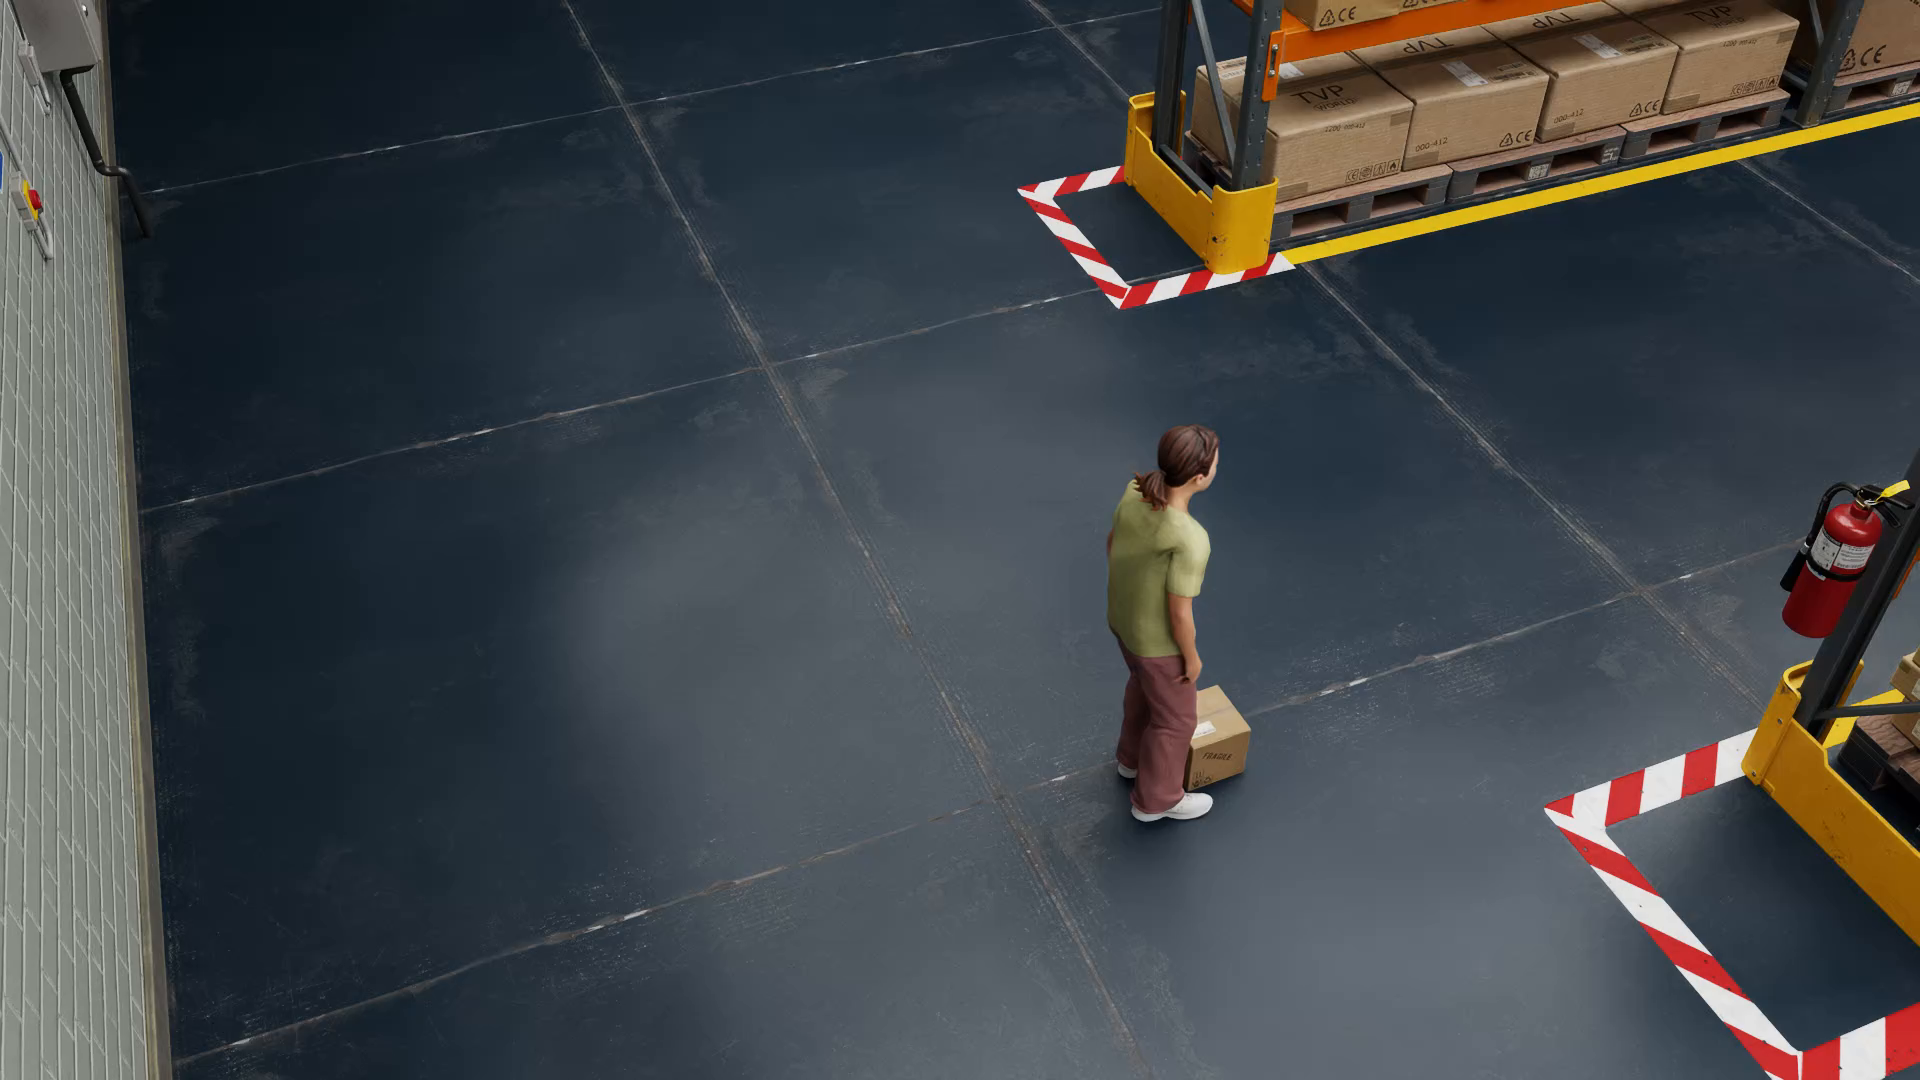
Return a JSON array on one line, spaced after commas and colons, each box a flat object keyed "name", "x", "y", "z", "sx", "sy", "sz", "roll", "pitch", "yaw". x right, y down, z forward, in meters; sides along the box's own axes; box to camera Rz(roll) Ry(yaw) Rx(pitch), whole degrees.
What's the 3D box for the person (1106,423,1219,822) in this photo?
[{"name": "person", "x": 0.727, "y": 0.291, "z": 5.838, "sx": 0.416, "sy": 1.671, "sz": 0.509, "roll": -18, "pitch": 45, "yaw": -19}]
